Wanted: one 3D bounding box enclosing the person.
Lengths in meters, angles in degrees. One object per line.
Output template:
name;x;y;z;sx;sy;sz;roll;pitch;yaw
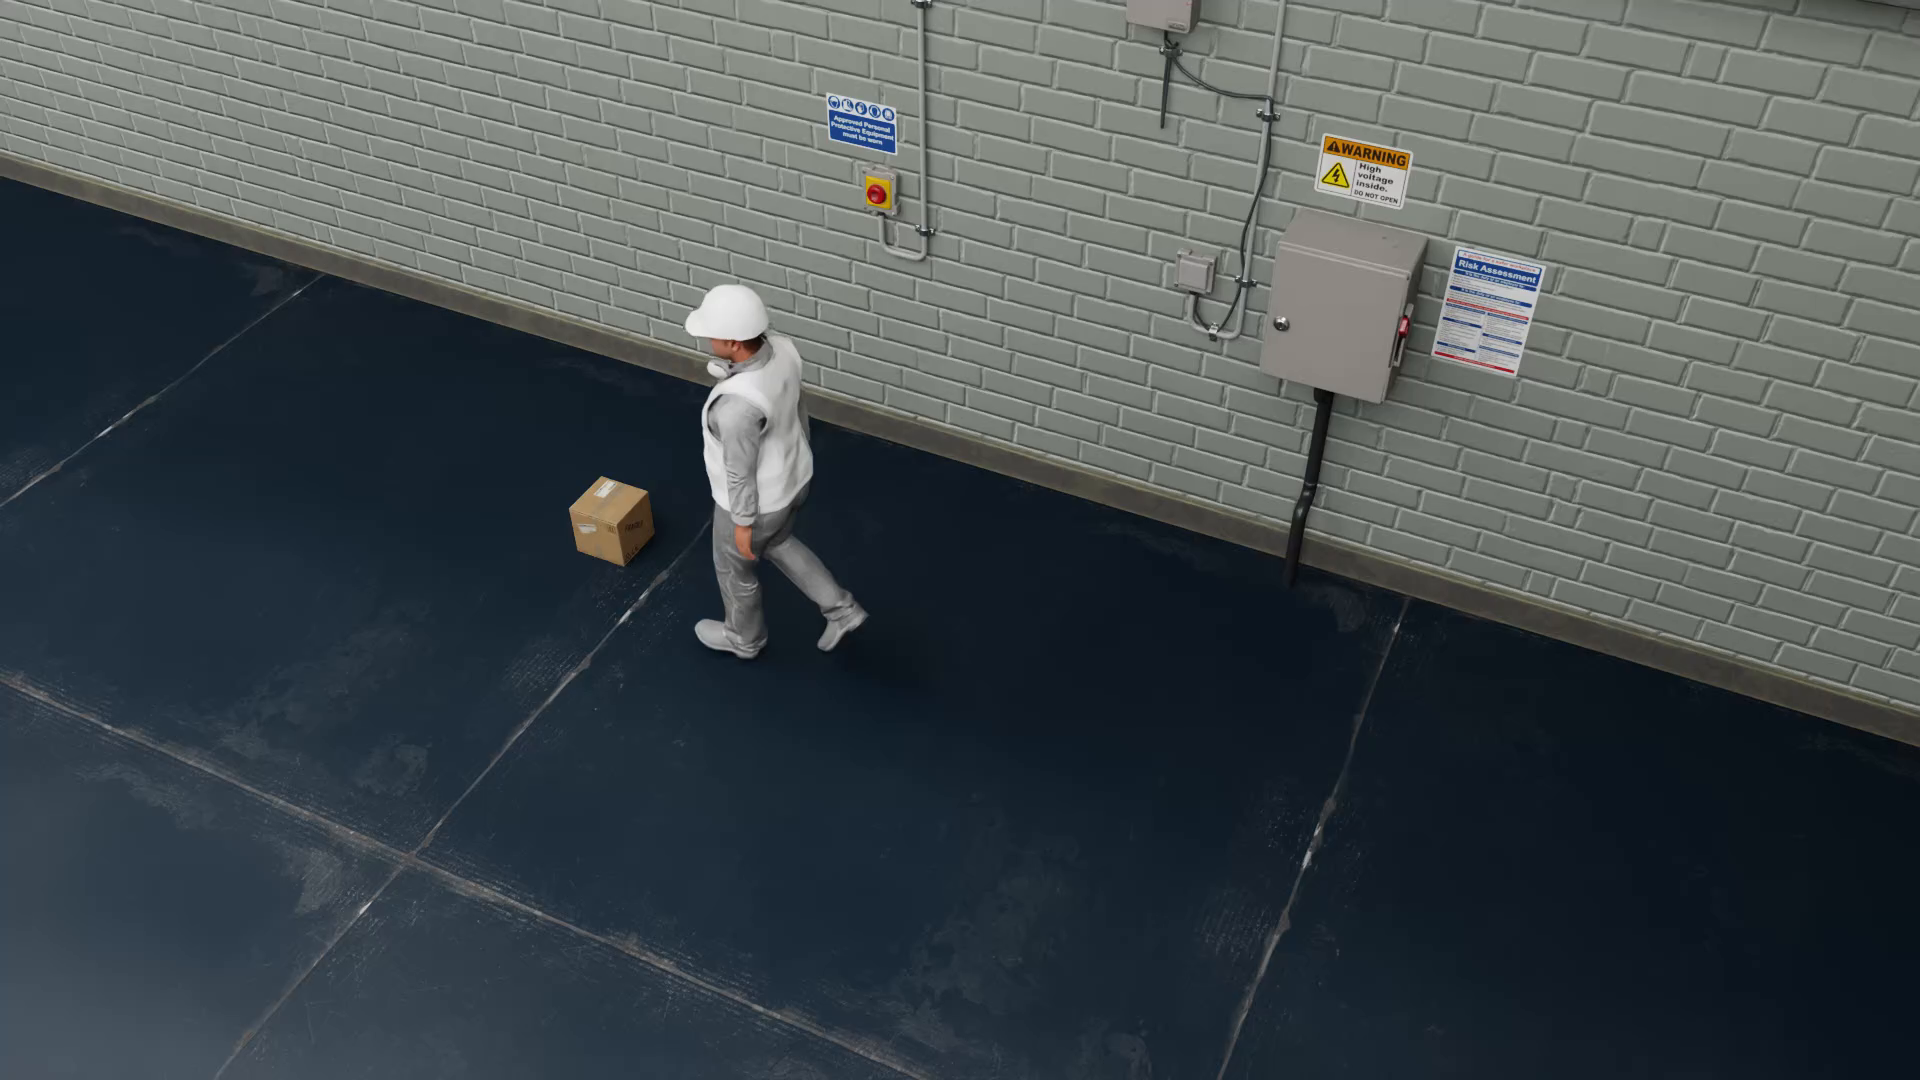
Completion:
person;-0.733;-0.218;6.376;0.737;1.764;0.552;16;44;17
